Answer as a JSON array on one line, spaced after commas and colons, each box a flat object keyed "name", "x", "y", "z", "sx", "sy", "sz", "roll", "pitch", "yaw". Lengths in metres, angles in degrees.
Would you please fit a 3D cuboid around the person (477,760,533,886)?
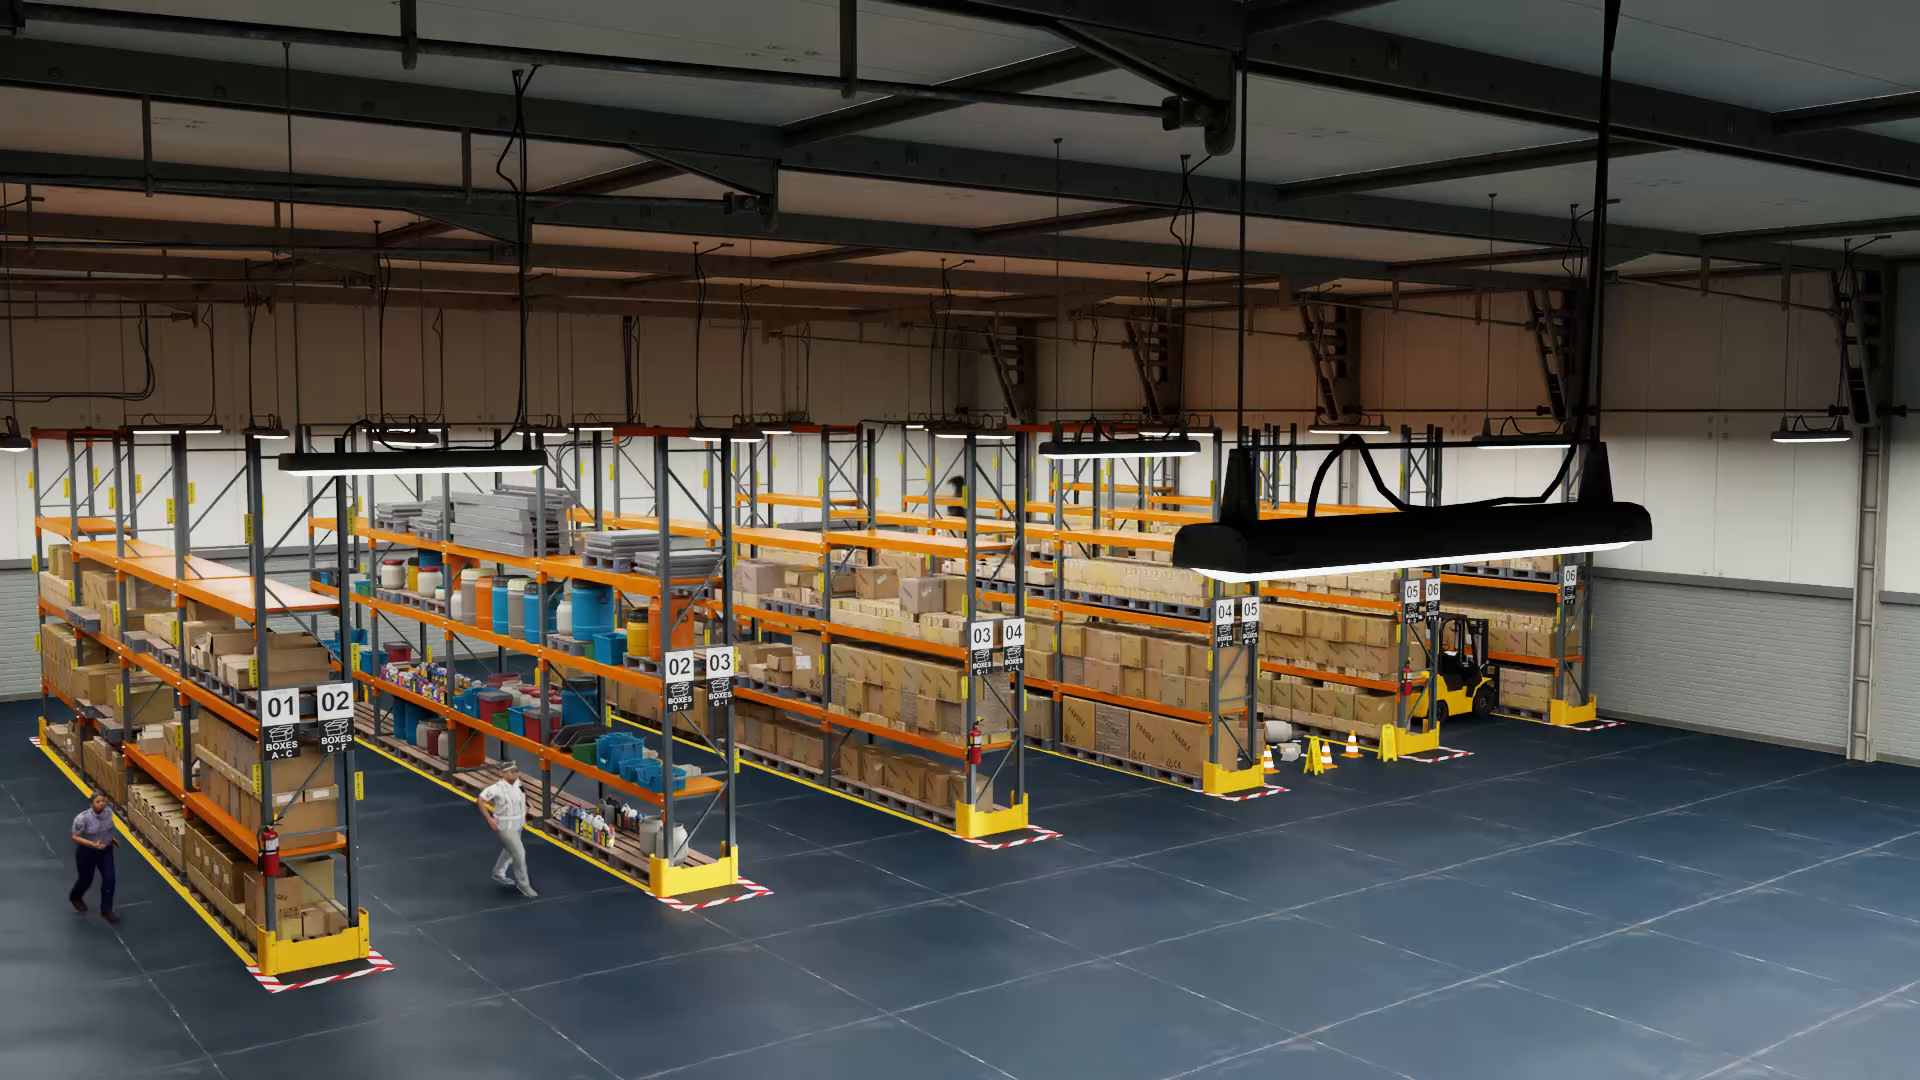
[{"name": "person", "x": -5.914, "y": 3.670, "z": 21.663, "sx": 0.711, "sy": 1.660, "sz": 0.748, "roll": 2, "pitch": 5, "yaw": 22}]

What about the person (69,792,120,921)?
[{"name": "person", "x": -10.822, "y": 3.912, "z": 20.721, "sx": 0.882, "sy": 1.606, "sz": 0.590, "roll": 4, "pitch": 6, "yaw": 38}]

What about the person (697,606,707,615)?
[{"name": "person", "x": -6.223, "y": 2.314, "z": 40.842, "sx": 0.613, "sy": 1.671, "sz": 0.699, "roll": 2, "pitch": 5, "yaw": 19}]
